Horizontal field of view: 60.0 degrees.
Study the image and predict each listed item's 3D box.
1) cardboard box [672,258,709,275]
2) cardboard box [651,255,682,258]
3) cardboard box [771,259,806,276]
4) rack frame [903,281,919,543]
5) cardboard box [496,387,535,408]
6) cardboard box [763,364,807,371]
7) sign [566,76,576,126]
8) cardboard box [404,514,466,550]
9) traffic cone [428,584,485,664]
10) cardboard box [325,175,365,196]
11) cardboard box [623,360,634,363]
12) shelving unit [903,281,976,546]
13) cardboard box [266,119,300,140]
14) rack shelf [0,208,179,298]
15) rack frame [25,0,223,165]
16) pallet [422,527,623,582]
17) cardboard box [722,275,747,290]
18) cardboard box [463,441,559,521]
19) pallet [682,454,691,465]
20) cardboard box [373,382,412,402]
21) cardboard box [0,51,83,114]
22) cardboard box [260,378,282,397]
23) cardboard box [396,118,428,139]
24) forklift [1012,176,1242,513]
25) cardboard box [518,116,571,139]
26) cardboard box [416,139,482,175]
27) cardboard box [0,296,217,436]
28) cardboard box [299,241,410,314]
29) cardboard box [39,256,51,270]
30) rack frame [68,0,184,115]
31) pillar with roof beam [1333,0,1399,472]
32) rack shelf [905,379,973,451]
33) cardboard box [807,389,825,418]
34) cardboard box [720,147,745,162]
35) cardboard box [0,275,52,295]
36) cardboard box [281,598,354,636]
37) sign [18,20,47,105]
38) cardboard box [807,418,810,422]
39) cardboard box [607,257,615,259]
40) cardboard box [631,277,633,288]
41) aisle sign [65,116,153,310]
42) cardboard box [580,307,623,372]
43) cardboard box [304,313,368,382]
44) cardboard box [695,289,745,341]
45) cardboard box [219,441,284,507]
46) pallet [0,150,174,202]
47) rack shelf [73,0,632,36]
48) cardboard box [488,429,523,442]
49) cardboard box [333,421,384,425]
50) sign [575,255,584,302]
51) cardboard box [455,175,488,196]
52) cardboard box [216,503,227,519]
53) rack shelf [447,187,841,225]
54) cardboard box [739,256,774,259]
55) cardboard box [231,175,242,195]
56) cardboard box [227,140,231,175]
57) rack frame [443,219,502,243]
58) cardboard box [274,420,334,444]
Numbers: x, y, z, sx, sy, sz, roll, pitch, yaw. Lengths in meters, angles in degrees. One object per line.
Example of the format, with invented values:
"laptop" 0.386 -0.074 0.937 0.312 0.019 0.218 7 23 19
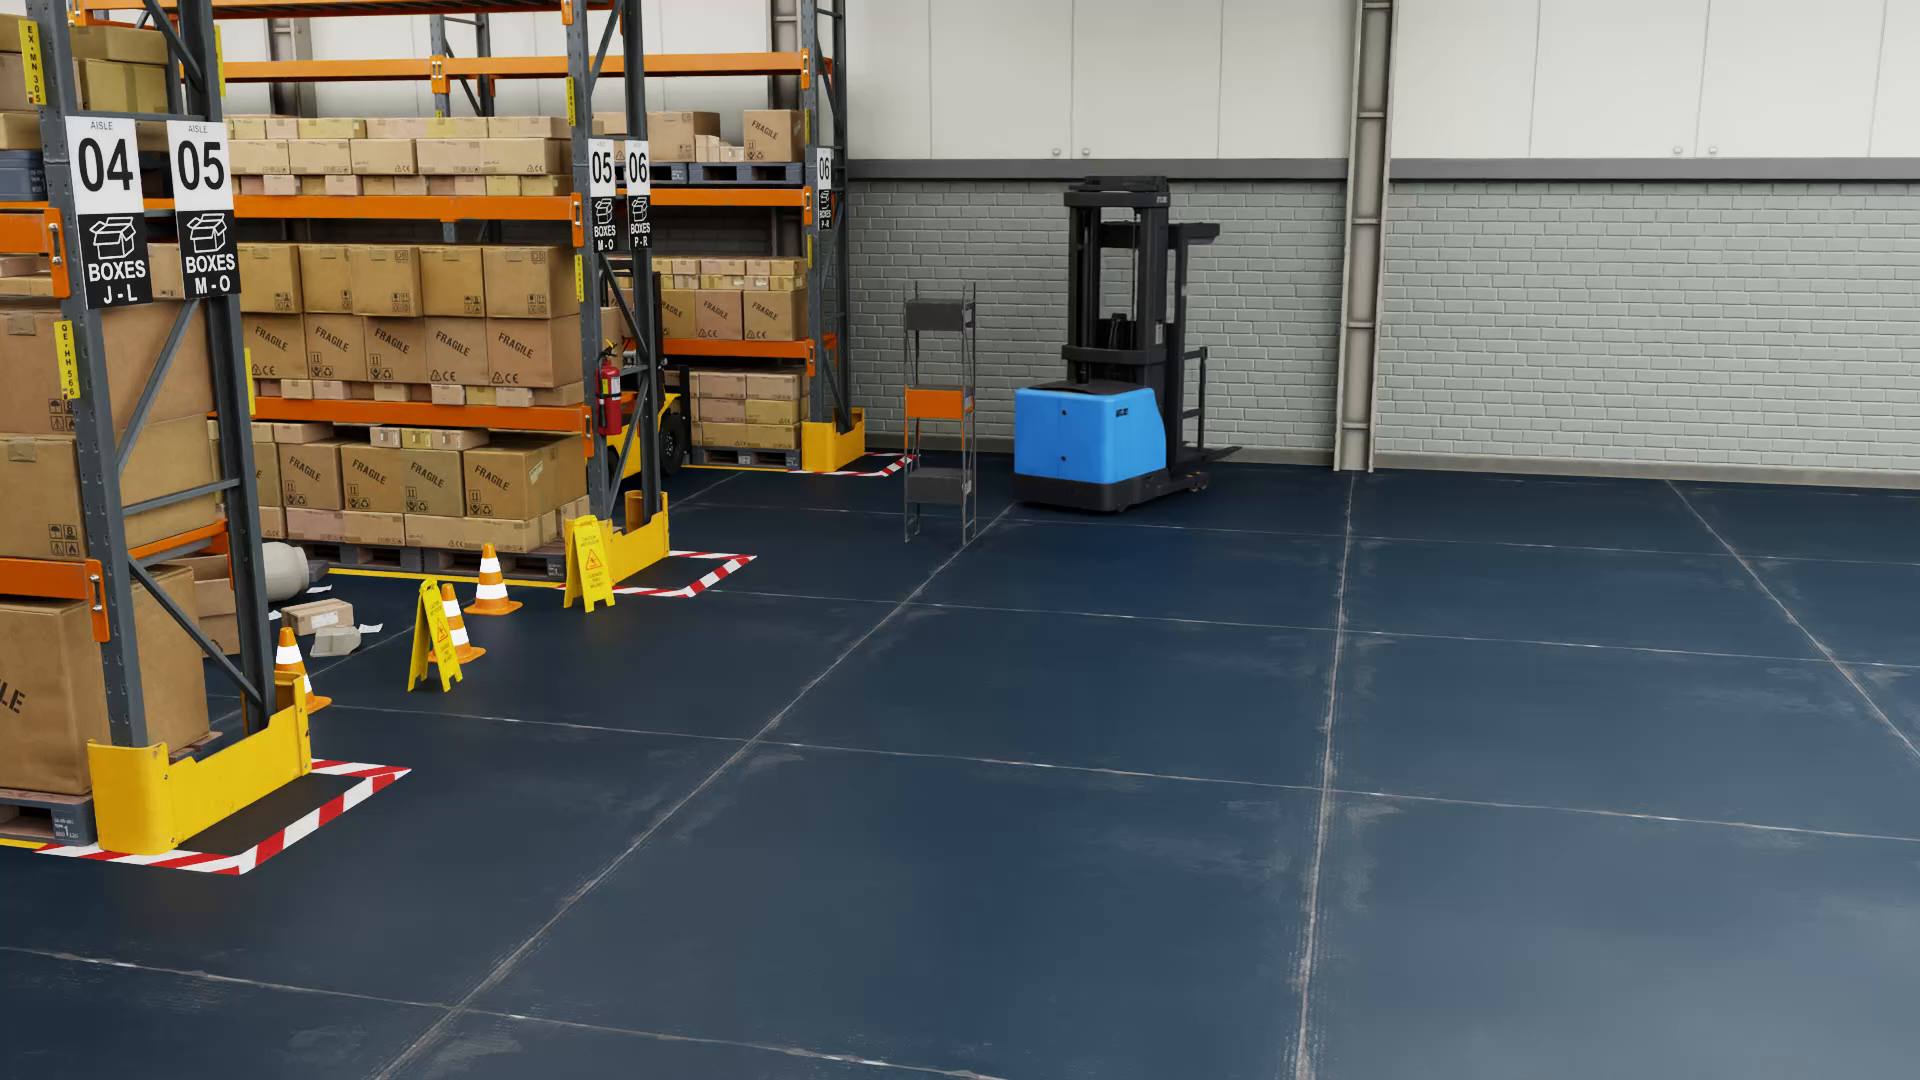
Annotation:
"cardboard box" -2.747 -2.797 17.001 0.250 0.149 0.380 3 13 15
"cardboard box" -3.108 -2.939 17.639 0.250 0.149 0.380 3 13 14
"cardboard box" -1.737 -2.764 16.853 0.250 0.149 0.380 3 13 14
"rack frame" -0.398 -1.046 13.602 0.015 2.100 0.400 3 13 14
"cardboard box" -3.211 -1.077 12.243 0.250 0.149 0.380 3 13 13
"cardboard box" -1.760 -1.695 17.518 0.500 0.250 0.500 3 13 13
"sign" -2.676 -3.016 11.435 0.005 0.325 0.100 3 13 14
"cardboard box" -3.874 -0.112 12.692 0.500 0.250 0.500 3 13 14
"traffic cone" -3.186 0.503 10.398 0.334 0.463 0.336 3 13 14
"cardboard box" -4.439 -2.607 12.214 0.250 0.149 0.380 3 13 13
"cardboard box" -3.714 -1.801 17.995 0.500 0.250 0.500 3 13 14
"shelving unit" -0.161 -1.034 13.545 0.503 2.100 0.431 3 13 14
"cardboard box" -4.902 -3.033 12.293 0.250 0.149 0.380 3 13 13
"rack shelf" -5.554 -1.406 7.882 4.000 0.370 1.077 3 13 14
"rack frame" -3.612 -3.118 7.012 0.127 3.000 1.000 3 13 14
"pallet" -3.378 0.072 12.920 1.213 0.211 1.003 3 13 14
"cardboard box" -2.235 -2.637 16.967 0.250 0.149 0.380 3 13 15
"cardboard box" -3.364 -0.451 12.488 0.500 0.500 0.500 3 13 14
"pallet" -3.272 -1.013 17.811 1.213 0.211 1.003 3 13 14
"cardboard box" -4.197 -1.139 12.521 0.250 0.149 0.380 3 13 13
"cardboard box" -4.154 -1.946 7.114 0.500 0.250 0.500 3 13 14
"cardboard box" -5.158 -1.200 12.795 0.250 0.149 0.380 3 13 13
"cardboard box" -3.886 -2.991 12.103 0.250 0.149 0.380 3 13 14
"forklift" 1.737 -1.938 15.700 1.130 2.935 3.031 9 15 34
"cardboard box" -2.923 -2.922 11.792 0.250 0.149 0.380 3 13 14
"cardboard box" -3.570 -2.771 12.032 0.500 0.250 0.500 3 13 13
"cardboard box" -3.963 -0.817 7.652 0.550 0.550 0.875 3 13 14
"cardboard box" -4.533 -1.986 12.533 0.500 0.500 0.700 3 13 13
"cardboard box" -10.734 -2.996 19.103 0.637 0.503 0.797 3 13 12
"rack frame" -6.408 -4.372 12.663 0.127 3.000 1.000 3 13 14
"pillar with roof beam" 2.995 -4.217 11.966 0.400 9.000 9.100 3 13 14
"rack shelf" -0.161 -1.020 13.548 0.480 0.518 0.431 3 13 14
"cardboard box" -1.745 -1.454 17.587 0.500 0.250 0.500 3 13 15
"cardboard box" -2.216 -3.854 16.634 0.250 0.149 0.380 3 13 12
"cardboard box" -7.393 -1.843 13.229 0.500 0.500 0.500 3 13 14
"cardboard box" -4.280 0.513 11.077 0.250 0.149 0.380 12 17 43
"sign" -3.755 -1.934 6.738 0.005 0.325 0.100 3 13 14
"cardboard box" -1.768 -1.209 17.635 0.500 0.250 0.500 3 13 14
"cardboard box" -3.714 -2.869 17.323 0.250 0.149 0.380 3 13 13
"cardboard box" -3.214 -2.697 17.237 0.250 0.149 0.380 3 13 13
"aisle sign" -3.615 -1.392 7.079 0.004 0.787 0.394 3 13 14
"cardboard box" -2.917 -1.512 12.707 0.500 0.500 0.500 3 13 13
"cardboard box" -4.574 -1.484 12.578 0.500 0.500 0.500 3 13 14
"cardboard box" -2.381 -2.327 17.068 0.500 0.500 0.500 3 13 15
"cardboard box" -5.377 -0.559 12.975 0.500 0.500 0.500 4 13 16
"pallet" -4.335 -1.647 7.510 1.213 0.211 1.003 3 13 14
"rack shelf" -4.466 -3.915 12.273 4.000 0.370 1.077 3 13 14
"cardboard box" -3.773 -0.591 13.122 0.500 0.500 0.500 3 13 11
"cardboard box" -6.483 -1.599 18.530 0.625 0.625 0.875 3 13 13
"sign" -2.676 -1.839 11.696 0.005 0.325 0.100 3 13 14
"cardboard box" -3.437 -2.564 12.019 0.250 0.149 0.380 3 13 15
"cardboard box" -5.899 -0.218 13.171 0.500 0.250 0.500 2 13 11
"rack shelf" -3.280 -3.496 17.303 4.000 0.370 1.077 3 13 14
"cardboard box" -2.119 -2.884 17.392 0.250 0.149 0.380 3 13 15
"cardboard box" -5.422 -2.681 12.546 0.250 0.149 0.380 3 13 15
"cardboard box" -5.543 -2.874 12.497 0.500 0.250 0.500 3 13 13
"rack frame" -5.222 -2.487 18.018 0.127 3.000 1.000 3 13 14
"cardboard box" -5.031 -0.842 12.754 0.250 0.149 0.380 4 13 17
